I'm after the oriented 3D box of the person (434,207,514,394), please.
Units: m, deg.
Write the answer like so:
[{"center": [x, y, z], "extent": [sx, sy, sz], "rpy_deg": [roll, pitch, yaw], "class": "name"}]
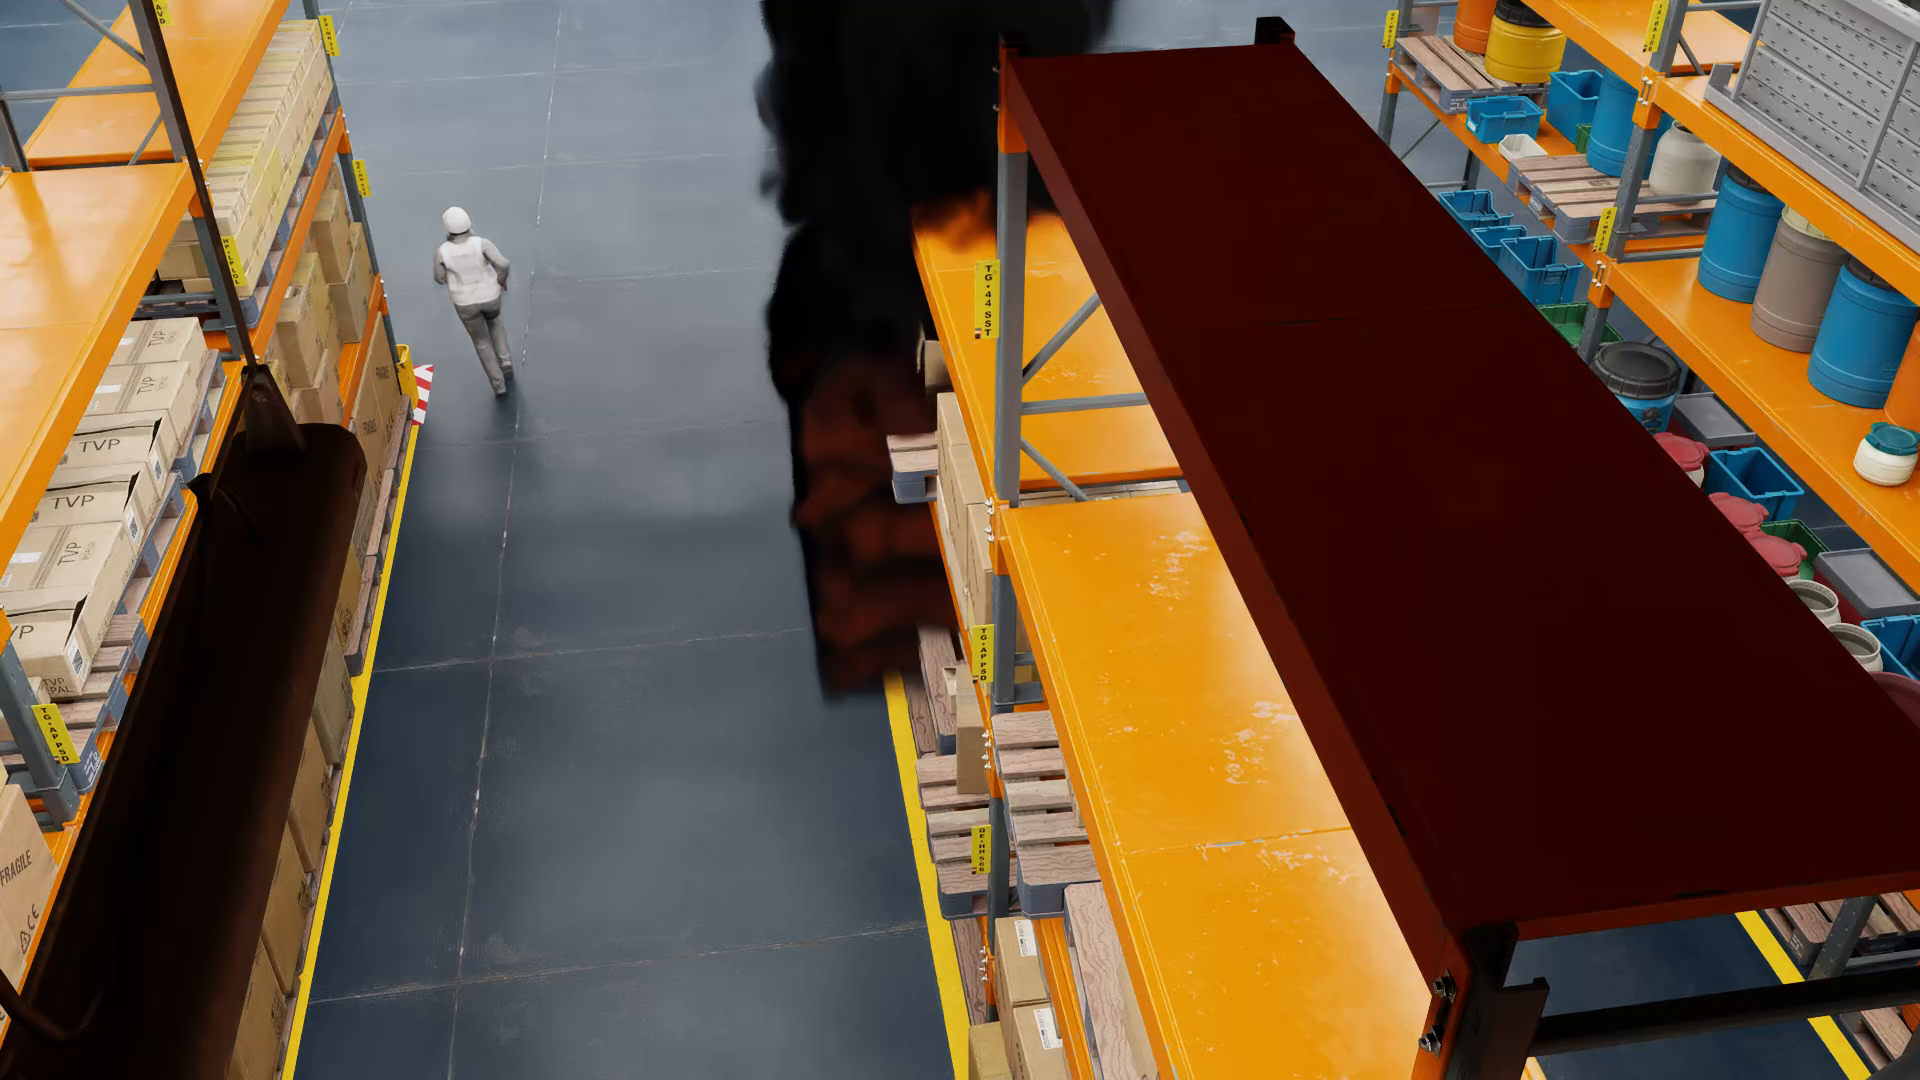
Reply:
[{"center": [-4.331, -2.144, 14.898], "extent": [0.636, 1.799, 0.713], "rpy_deg": [-15, 39, -19], "class": "person"}]
